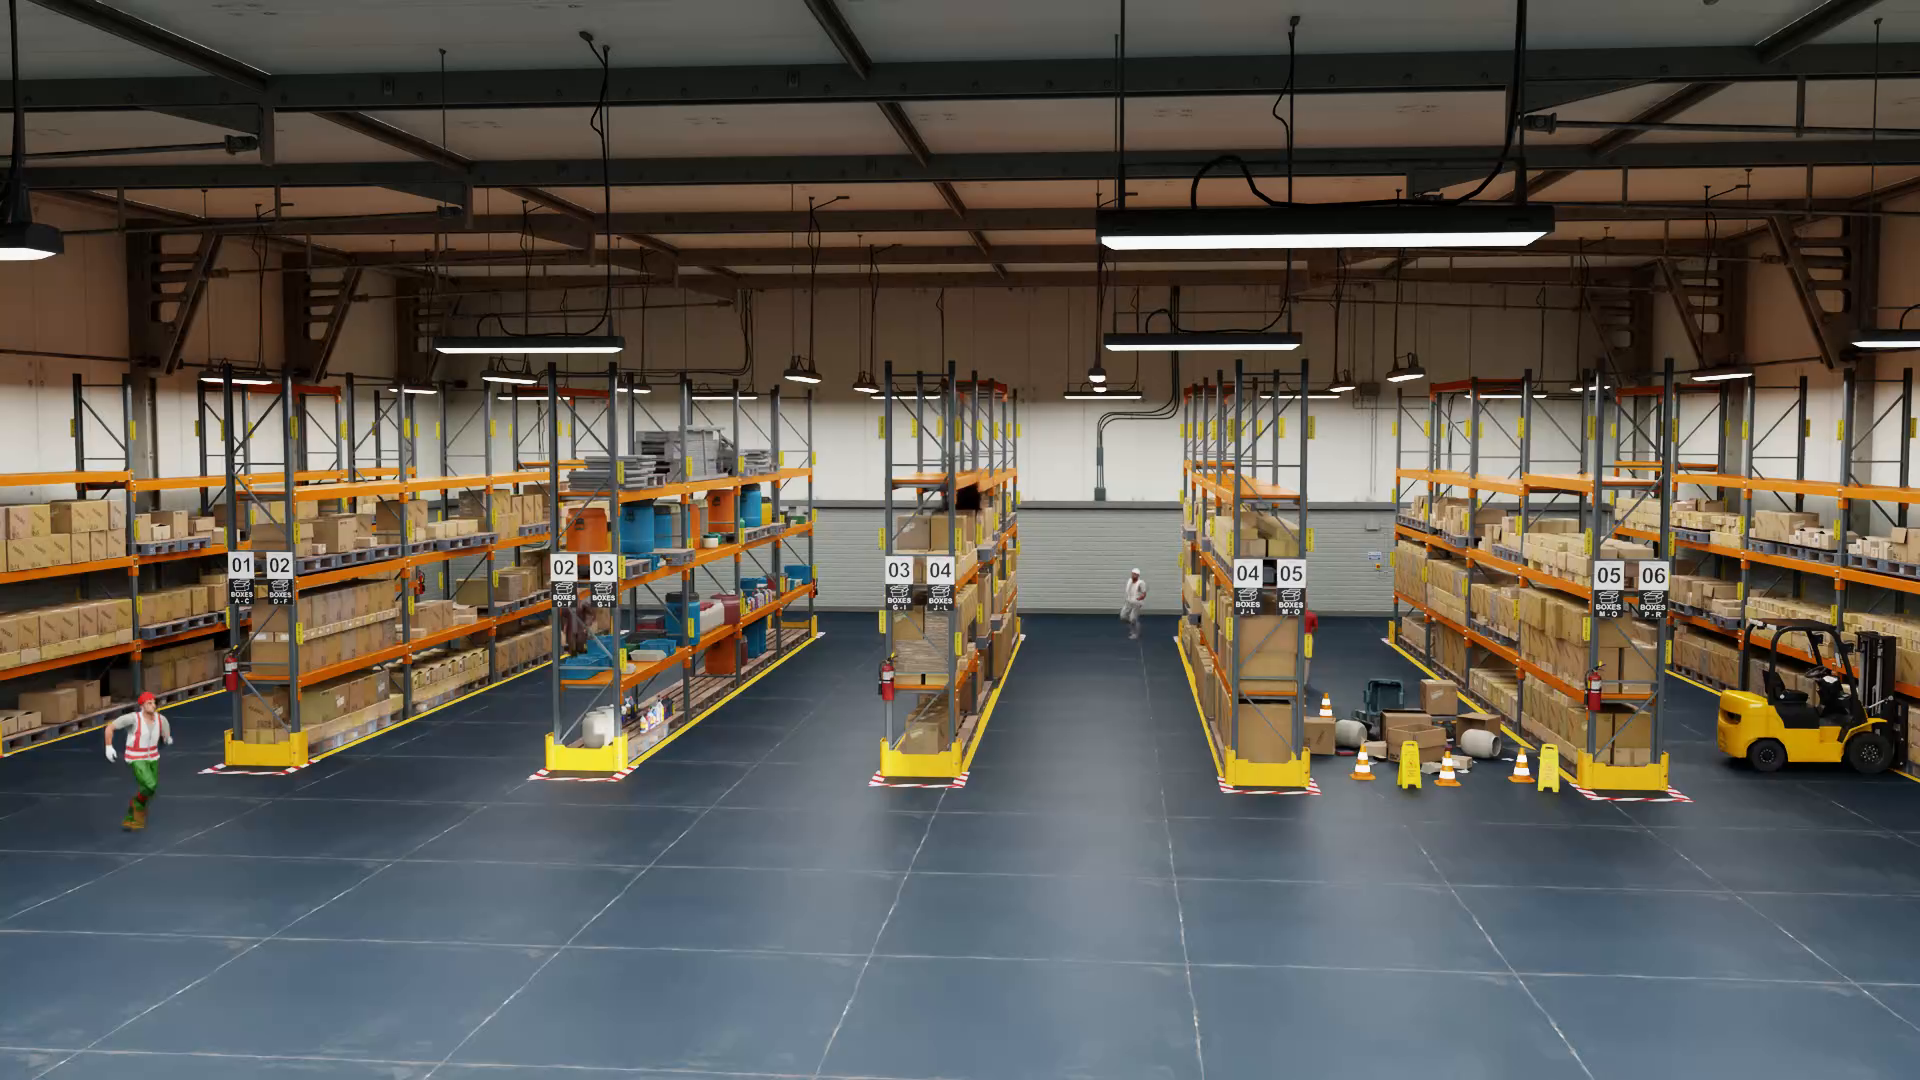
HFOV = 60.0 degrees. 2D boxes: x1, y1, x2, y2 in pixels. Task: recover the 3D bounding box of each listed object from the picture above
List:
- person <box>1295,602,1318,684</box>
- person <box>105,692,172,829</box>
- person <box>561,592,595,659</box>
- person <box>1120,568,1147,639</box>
[{"bbox_3d":[6.751,1.994,32.923,0.647,1.679,0.671,0,4,2],"label":"person"},{"bbox_3d":[-10.160,2.722,20.707,0.750,1.663,0.707,2,4,30],"label":"person"},{"bbox_3d":[-7.882,1.889,34.301,0.711,1.760,0.718,0,4,6],"label":"person"},{"bbox_3d":[4.156,1.524,39.824,0.549,1.712,0.690,-3,5,-41],"label":"person"}]
